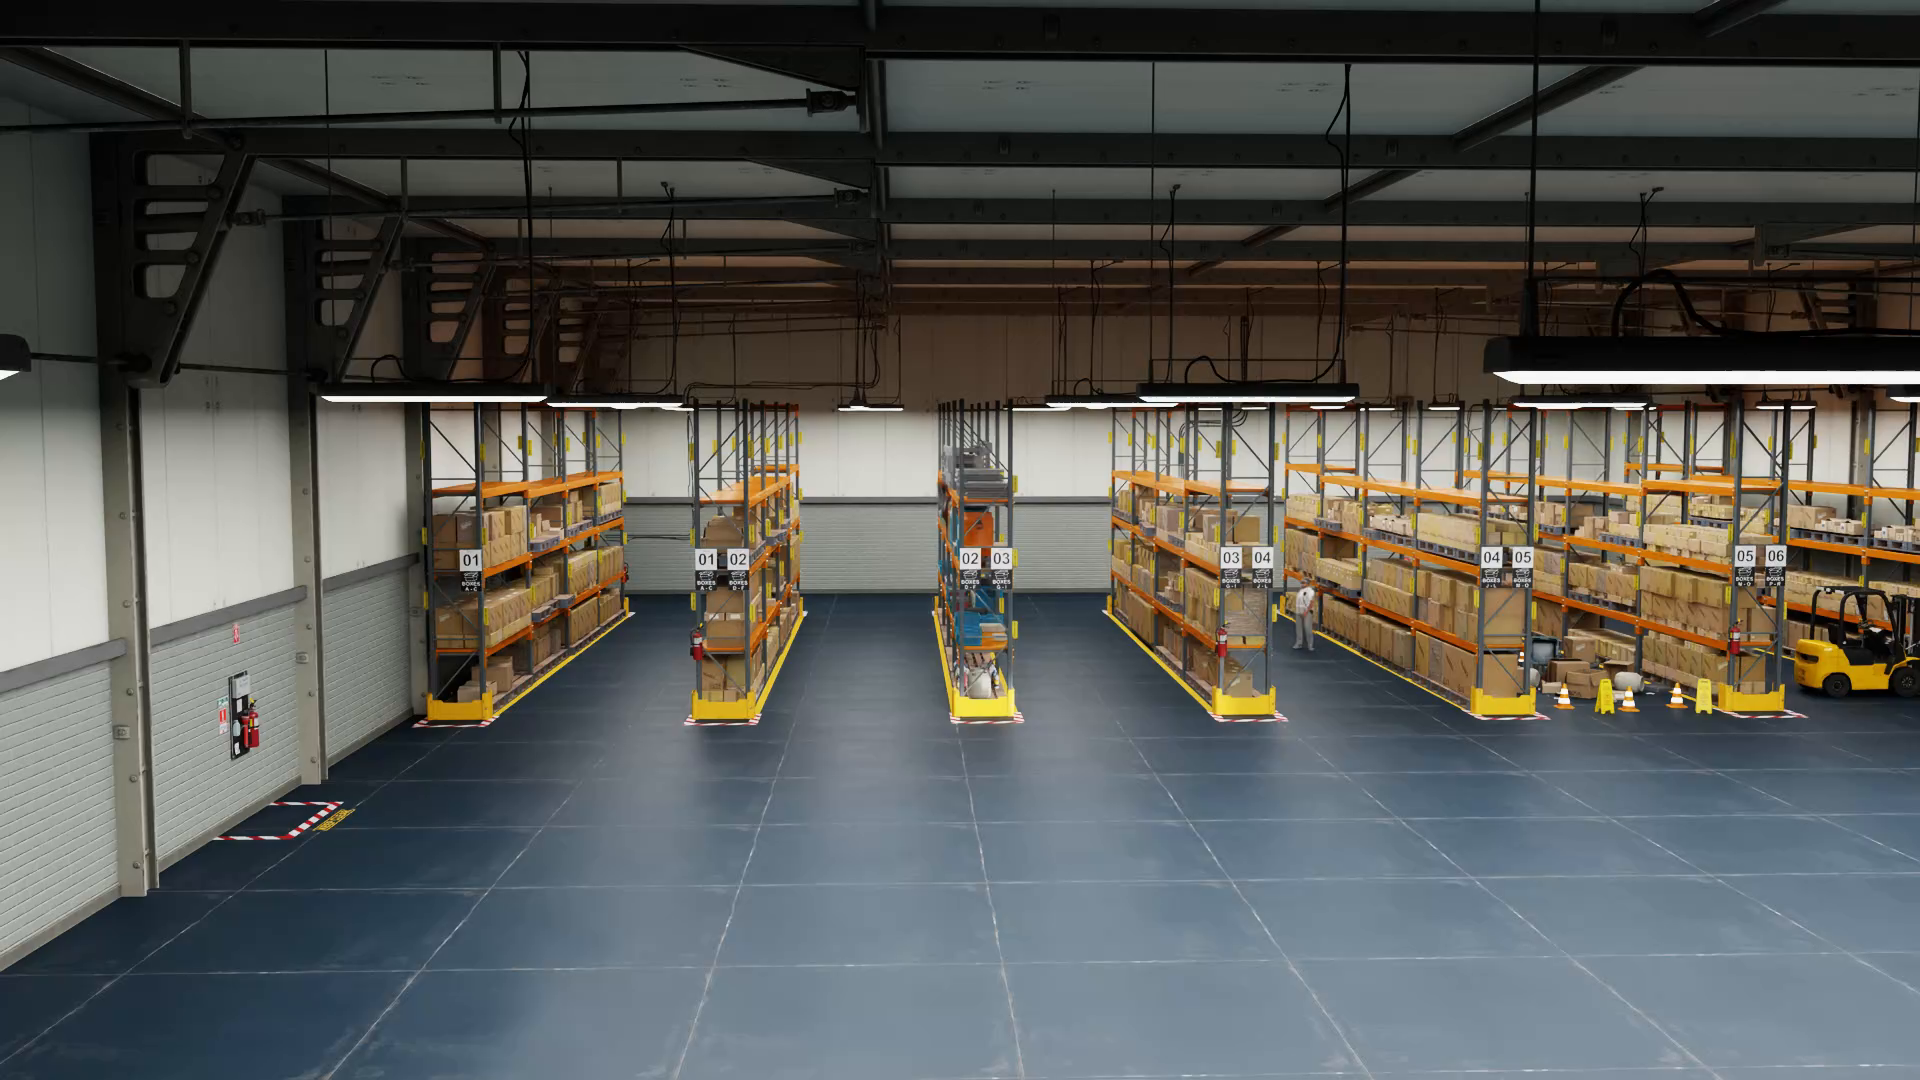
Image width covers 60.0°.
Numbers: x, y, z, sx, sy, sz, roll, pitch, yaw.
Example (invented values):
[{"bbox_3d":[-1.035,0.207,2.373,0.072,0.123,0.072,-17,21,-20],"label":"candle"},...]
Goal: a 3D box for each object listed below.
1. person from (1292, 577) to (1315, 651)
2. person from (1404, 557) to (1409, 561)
[{"bbox_3d":[8.355,1.795,40.417,0.445,1.823,0.569,-4,6,-39],"label":"person"},{"bbox_3d":[12.189,1.374,45.617,0.421,1.793,0.606,1,4,10],"label":"person"}]
